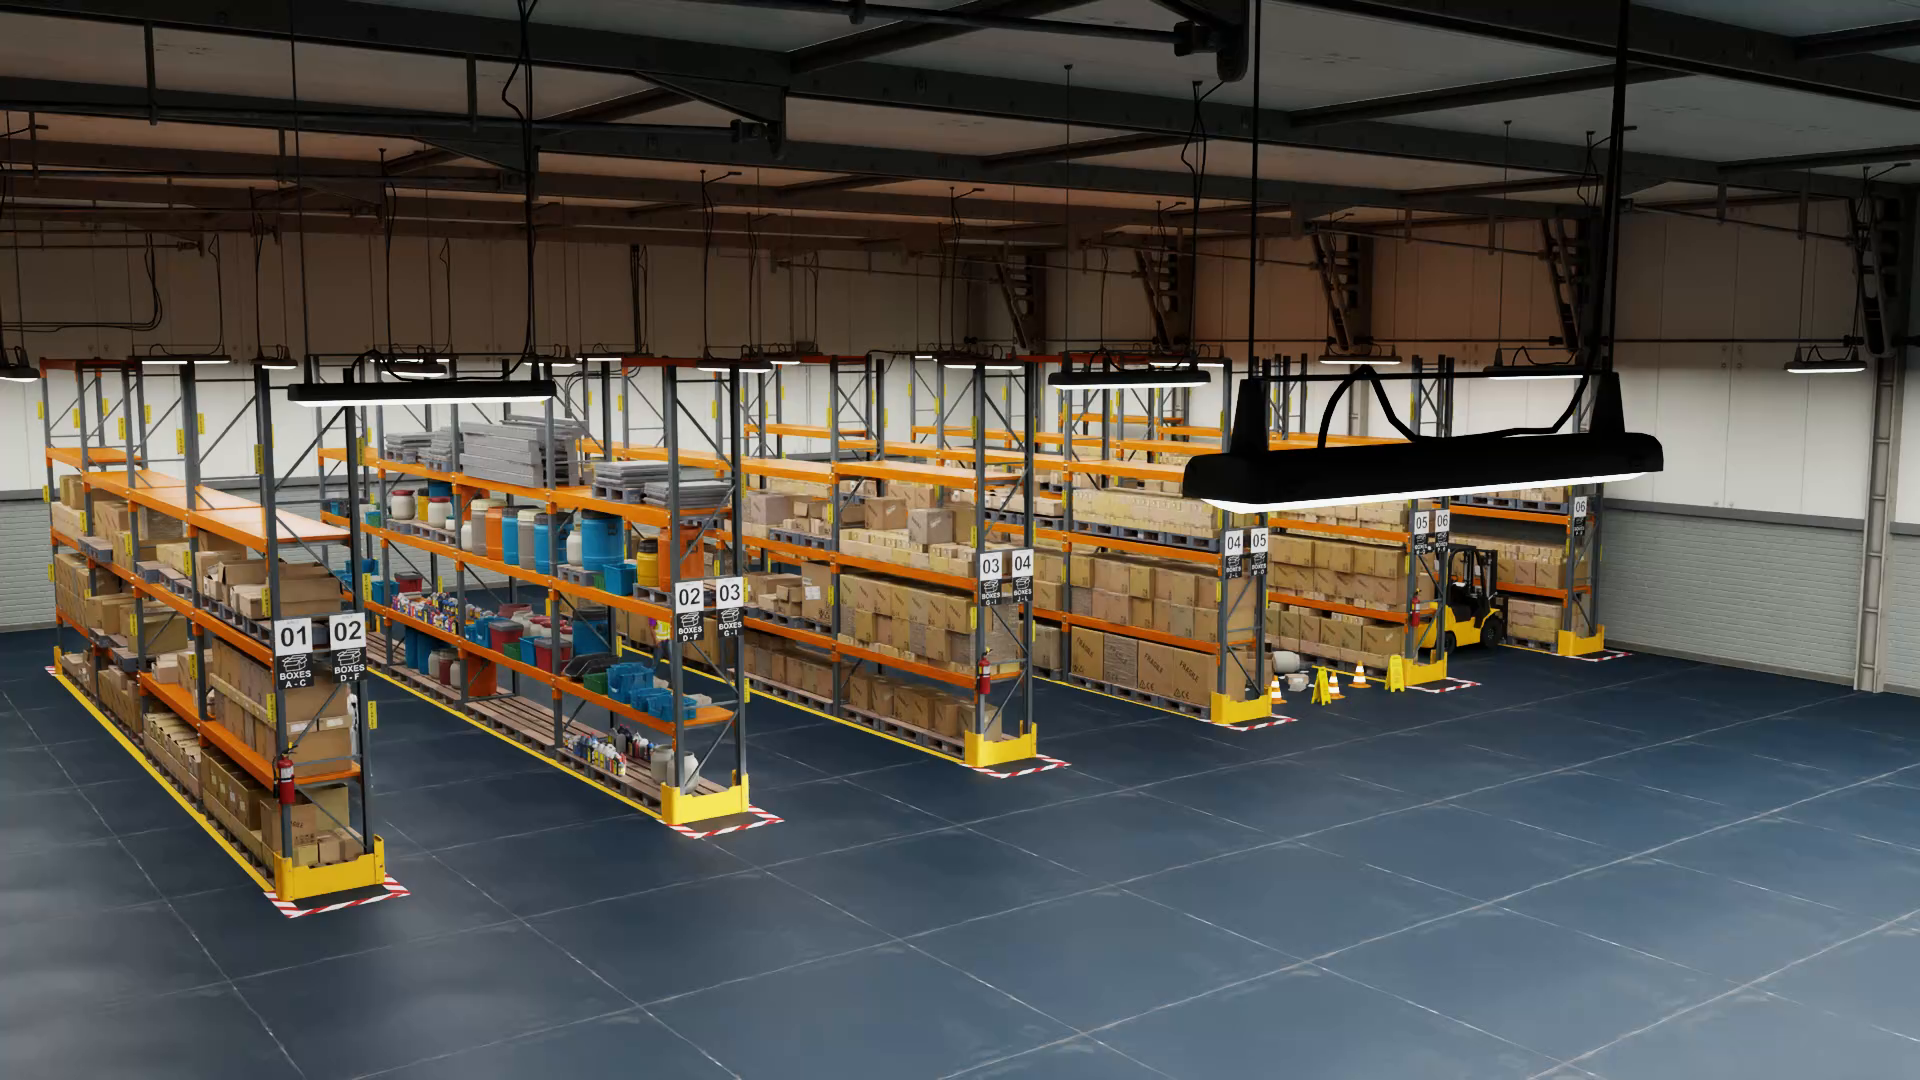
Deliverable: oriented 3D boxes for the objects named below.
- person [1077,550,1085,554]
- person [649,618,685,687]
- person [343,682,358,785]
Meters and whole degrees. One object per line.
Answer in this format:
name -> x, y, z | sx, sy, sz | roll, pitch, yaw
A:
person -> 2.688, 1.104, 36.207 | 0.552, 1.779, 0.633 | 2, 7, 20
person -> -5.395, 1.811, 30.456 | 0.595, 1.705, 1.070 | -4, 8, -33
person -> -8.746, 2.719, 23.552 | 0.564, 1.604, 0.703 | -3, 8, -27
